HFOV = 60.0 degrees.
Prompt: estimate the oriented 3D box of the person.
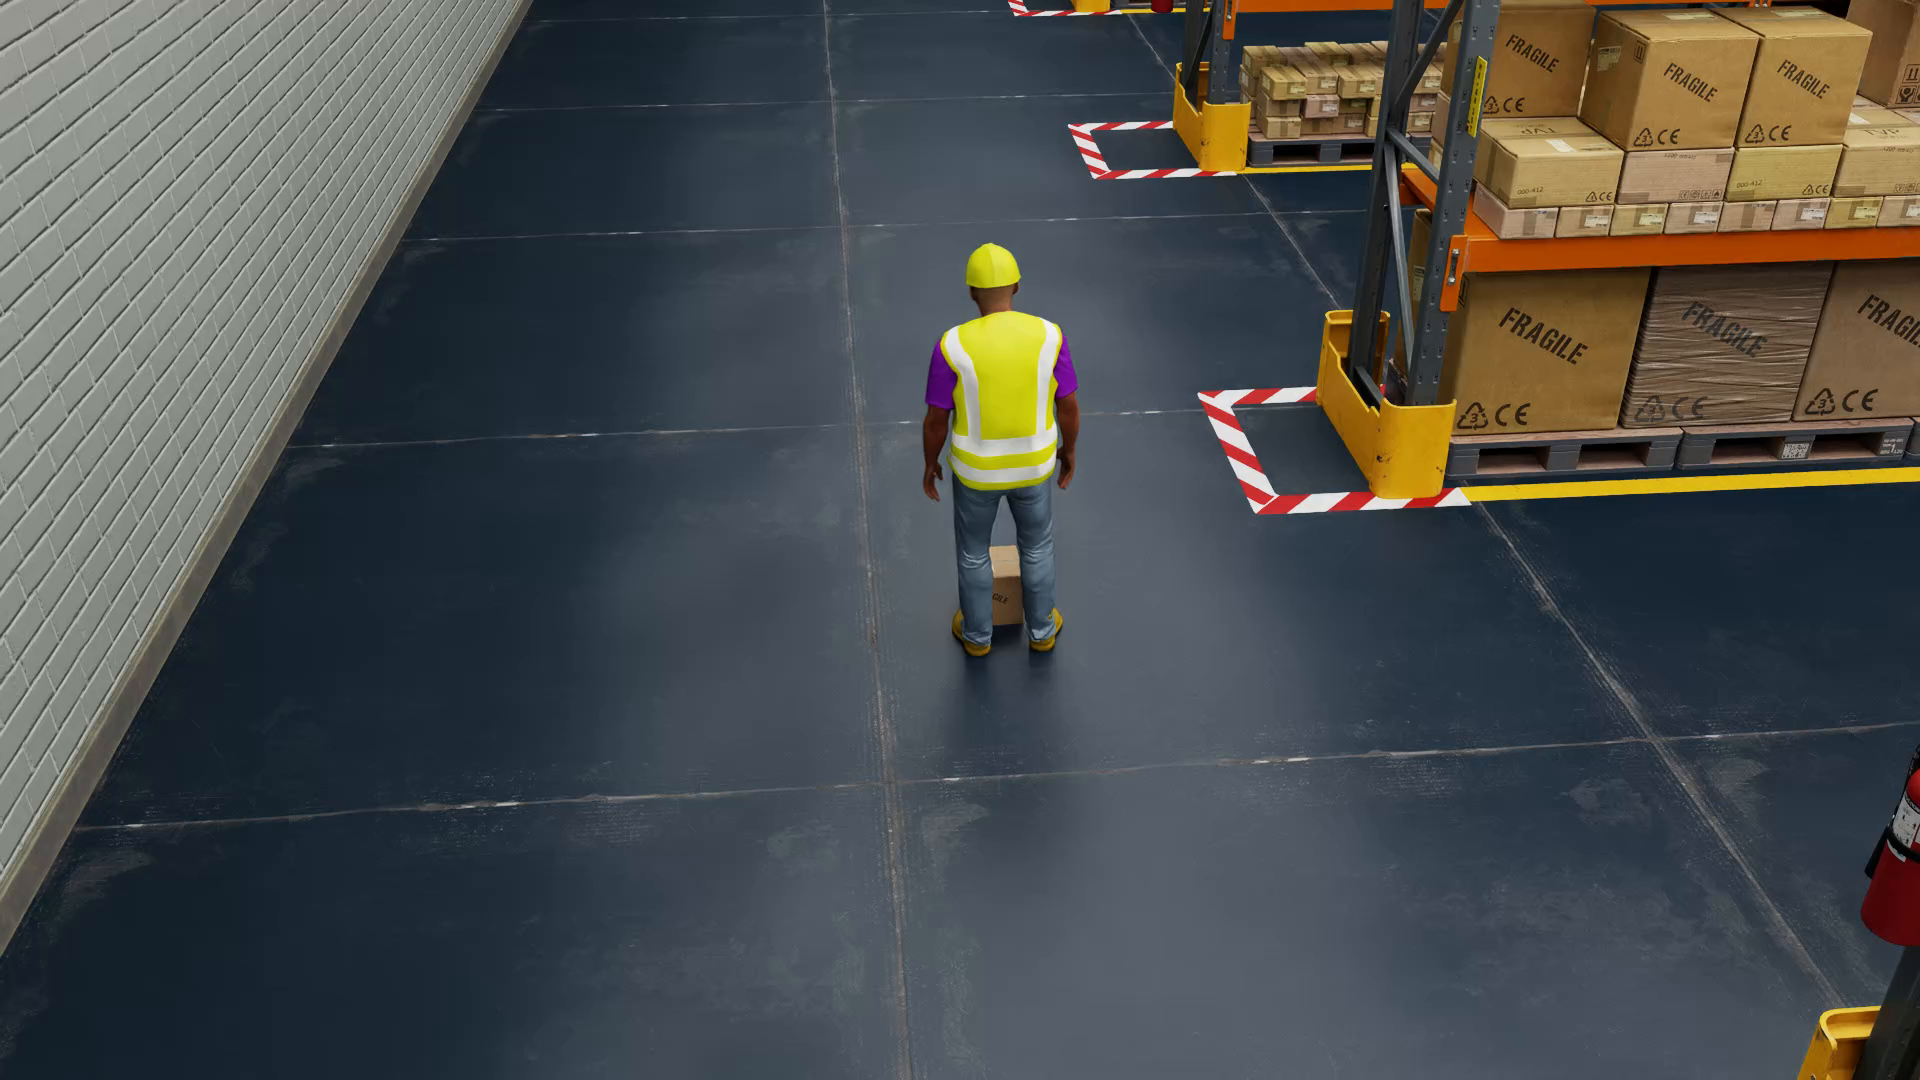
[{"bbox_3d":[0.159,-0.327,6.663,0.633,1.759,0.462,-5,31,-8],"label":"person"}]
